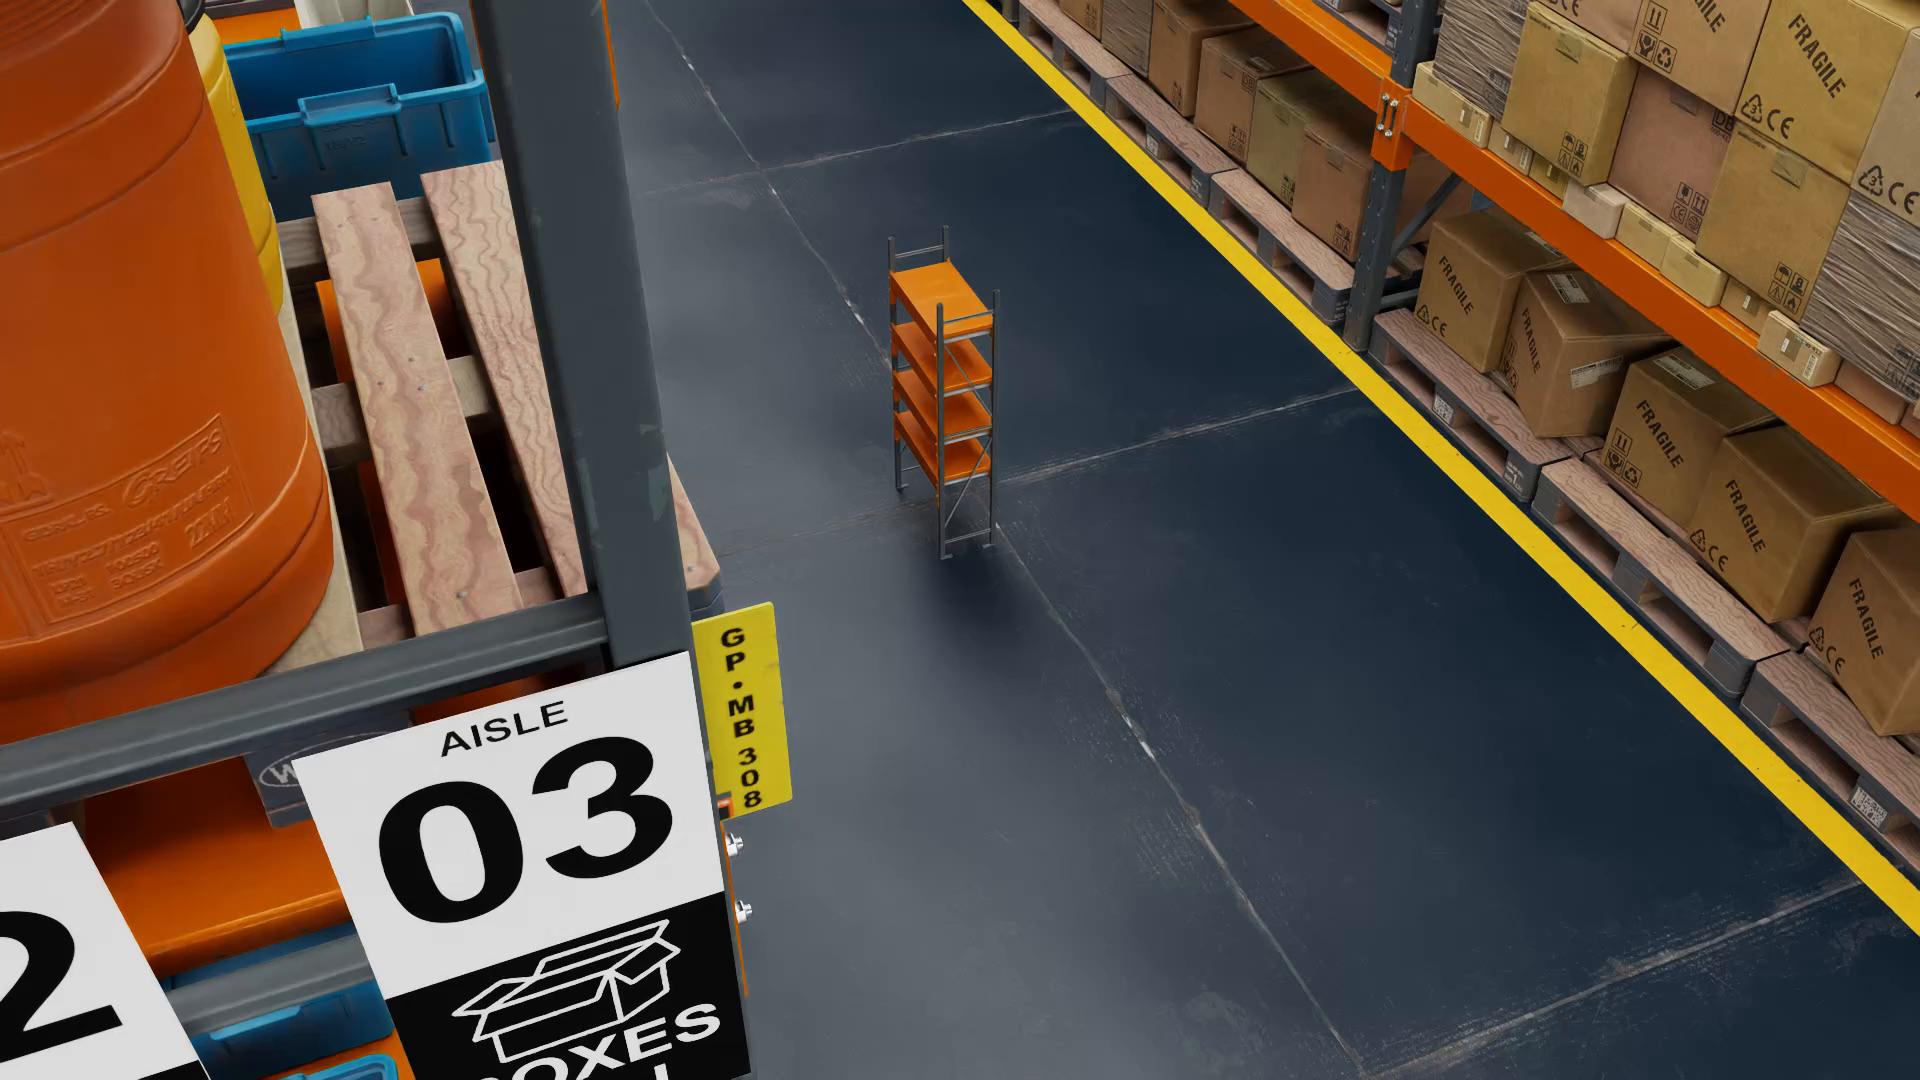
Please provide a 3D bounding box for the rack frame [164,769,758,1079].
[{"bbox_3d":[-0.761,1.479,2.730,1.000,3.000,0.127,-15,43,-17],"label":"rack frame"}]

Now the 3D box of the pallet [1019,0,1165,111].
[{"bbox_3d":[1.052,-3.047,10.132,1.003,0.211,1.213,-15,43,-17],"label":"pallet"}]

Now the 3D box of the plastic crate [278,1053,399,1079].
[{"bbox_3d":[-1.228,1.308,3.042,0.499,0.251,0.616,-15,43,-17],"label":"plastic crate"}]

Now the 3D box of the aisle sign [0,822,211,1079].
[{"bbox_3d":[-1.007,0.611,1.745,0.394,0.787,0.004,-15,43,-17],"label":"aisle sign"}]

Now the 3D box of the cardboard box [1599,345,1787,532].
[{"bbox_3d":[2.937,-0.429,6.544,0.500,0.500,0.500,-19,44,-21],"label":"cardboard box"}]

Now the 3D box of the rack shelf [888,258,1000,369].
[{"bbox_3d":[-0.063,-0.853,6.219,0.258,0.148,0.480,-15,43,-17],"label":"rack shelf"}]

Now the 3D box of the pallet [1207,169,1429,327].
[{"bbox_3d":[1.986,-1.578,8.423,1.003,0.211,1.213,-15,43,-17],"label":"pallet"}]

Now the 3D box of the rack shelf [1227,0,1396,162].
[{"bbox_3d":[1.520,-3.098,8.604,1.077,0.370,4.000,-15,43,-17],"label":"rack shelf"}]

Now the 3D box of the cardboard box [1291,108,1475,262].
[{"bbox_3d":[2.070,-1.761,8.076,0.700,0.500,0.500,-18,44,-20],"label":"cardboard box"}]

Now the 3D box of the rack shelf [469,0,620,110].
[{"bbox_3d":[-1.526,-1.576,2.540,1.077,0.370,4.000,-15,43,-17],"label":"rack shelf"}]

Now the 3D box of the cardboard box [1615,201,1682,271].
[{"bbox_3d":[2.590,-1.120,5.944,0.380,0.149,0.250,-15,43,-17],"label":"cardboard box"}]

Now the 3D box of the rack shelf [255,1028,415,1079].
[{"bbox_3d":[-1.526,0.547,4.365,1.077,0.370,4.000,-15,43,-17],"label":"rack shelf"}]

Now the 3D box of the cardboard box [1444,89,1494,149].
[{"bbox_3d":[2.173,-1.713,6.634,0.380,0.149,0.250,-15,43,-17],"label":"cardboard box"}]

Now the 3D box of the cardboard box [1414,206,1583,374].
[{"bbox_3d":[2.401,-1.127,7.355,0.500,0.500,0.500,-16,43,-18],"label":"cardboard box"}]

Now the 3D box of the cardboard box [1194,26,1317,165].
[{"bbox_3d":[1.690,-2.389,8.808,0.700,0.500,0.500,-19,44,-20],"label":"cardboard box"}]

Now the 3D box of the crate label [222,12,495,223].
[{"bbox_3d":[-1.171,-0.812,3.207,0.502,0.251,0.408,-15,43,-17],"label":"crate label"}]

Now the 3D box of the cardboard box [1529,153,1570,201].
[{"bbox_3d":[2.399,-1.421,6.294,0.380,0.149,0.250,-15,43,-17],"label":"cardboard box"}]

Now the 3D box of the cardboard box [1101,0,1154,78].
[{"bbox_3d":[1.253,-3.065,9.594,0.700,0.500,0.500,-19,44,-20],"label":"cardboard box"}]

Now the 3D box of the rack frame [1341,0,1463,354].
[{"bbox_3d":[2.285,-2.166,6.969,1.000,3.000,0.127,-15,43,-17],"label":"rack frame"}]

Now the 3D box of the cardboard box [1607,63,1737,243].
[{"bbox_3d":[2.843,-1.444,5.824,0.875,0.500,0.500,-15,43,-17],"label":"cardboard box"}]

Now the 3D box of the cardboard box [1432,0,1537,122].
[{"bbox_3d":[2.400,-2.030,6.506,0.875,0.500,0.500,-15,43,-17],"label":"cardboard box"}]

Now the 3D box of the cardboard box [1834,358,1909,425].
[{"bbox_3d":[3.022,-0.531,5.259,0.380,0.149,0.250,-15,43,-17],"label":"cardboard box"}]

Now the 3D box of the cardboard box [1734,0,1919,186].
[{"bbox_3d":[2.807,-1.461,5.077,0.500,0.500,0.500,-15,43,-17],"label":"cardboard box"}]

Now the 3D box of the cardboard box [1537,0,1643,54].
[{"bbox_3d":[2.415,-2.061,5.774,0.500,0.500,0.500,-15,43,-17],"label":"cardboard box"}]

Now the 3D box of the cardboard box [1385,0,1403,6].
[{"bbox_3d":[2.110,-3.066,7.233,1.000,1.000,1.000,-15,43,-17],"label":"cardboard box"}]

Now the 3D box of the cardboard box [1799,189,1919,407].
[{"bbox_3d":[3.177,-0.829,5.108,0.875,0.500,0.500,-15,43,-17],"label":"cardboard box"}]

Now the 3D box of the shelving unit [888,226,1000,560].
[{"bbox_3d":[-0.063,-0.555,6.475,0.258,1.200,0.503,-15,43,-17],"label":"shelving unit"}]

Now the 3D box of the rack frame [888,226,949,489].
[{"bbox_3d":[-0.157,-0.702,6.646,0.240,1.200,0.015,-15,43,-17],"label":"rack frame"}]

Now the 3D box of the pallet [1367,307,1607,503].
[{"bbox_3d":[2.575,-0.713,7.418,1.003,0.211,1.213,-15,43,-17],"label":"pallet"}]

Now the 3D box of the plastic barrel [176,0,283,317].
[{"bbox_3d":[-1.314,-0.544,2.315,0.600,0.588,0.600,0,41,0],"label":"plastic barrel"}]

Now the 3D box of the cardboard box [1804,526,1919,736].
[{"bbox_3d":[3.332,0.300,5.696,0.500,0.500,0.500,-5,41,-6],"label":"cardboard box"}]

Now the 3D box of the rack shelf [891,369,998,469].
[{"bbox_3d":[-0.063,-0.504,6.519,0.258,0.148,0.480,-15,43,-17],"label":"rack shelf"}]

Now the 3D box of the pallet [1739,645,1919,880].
[{"bbox_3d":[3.508,0.757,5.708,1.003,0.211,1.213,-15,43,-17],"label":"pallet"}]

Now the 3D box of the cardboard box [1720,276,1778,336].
[{"bbox_3d":[2.813,-0.827,5.604,0.380,0.149,0.250,-15,43,-17],"label":"cardboard box"}]
